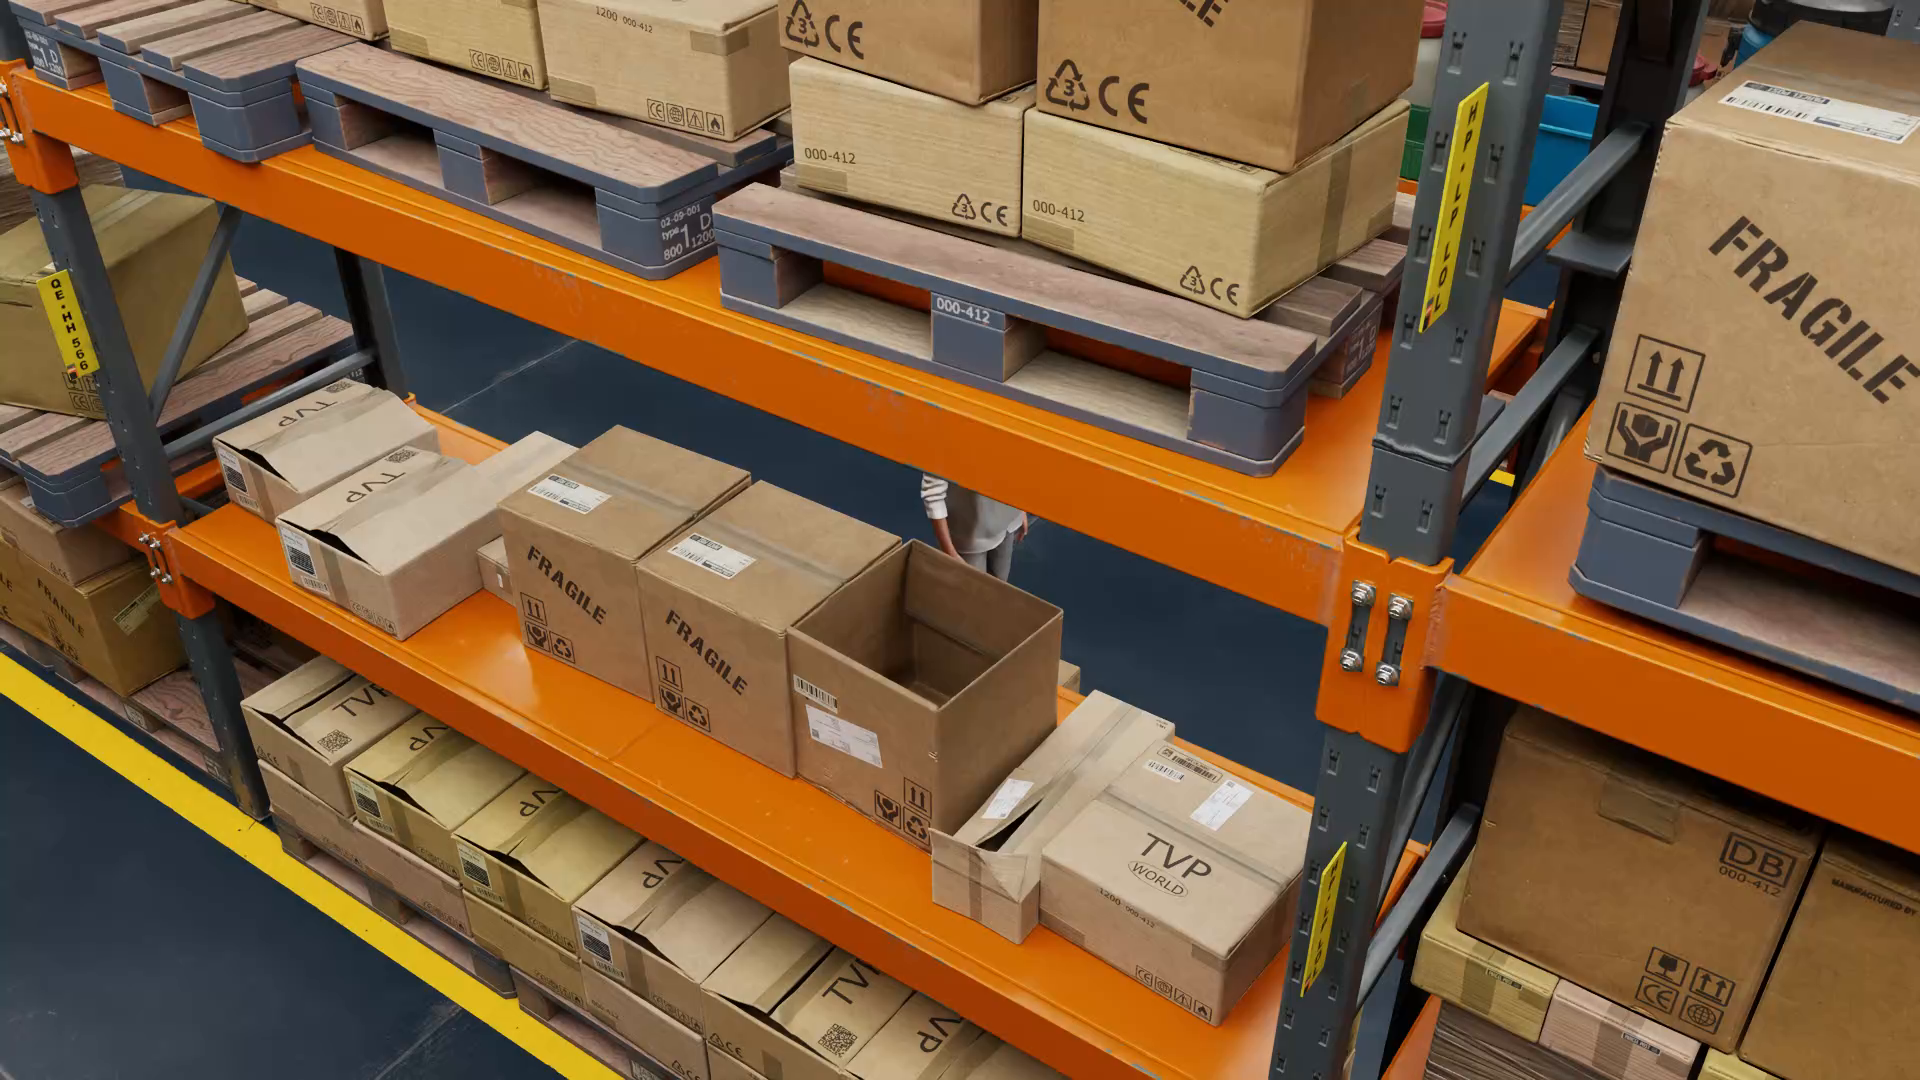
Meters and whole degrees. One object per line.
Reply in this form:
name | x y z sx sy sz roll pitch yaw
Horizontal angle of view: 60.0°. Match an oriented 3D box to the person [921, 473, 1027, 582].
person | 0.119 0.009 6.123 0.475 1.597 0.519 22 41 28
